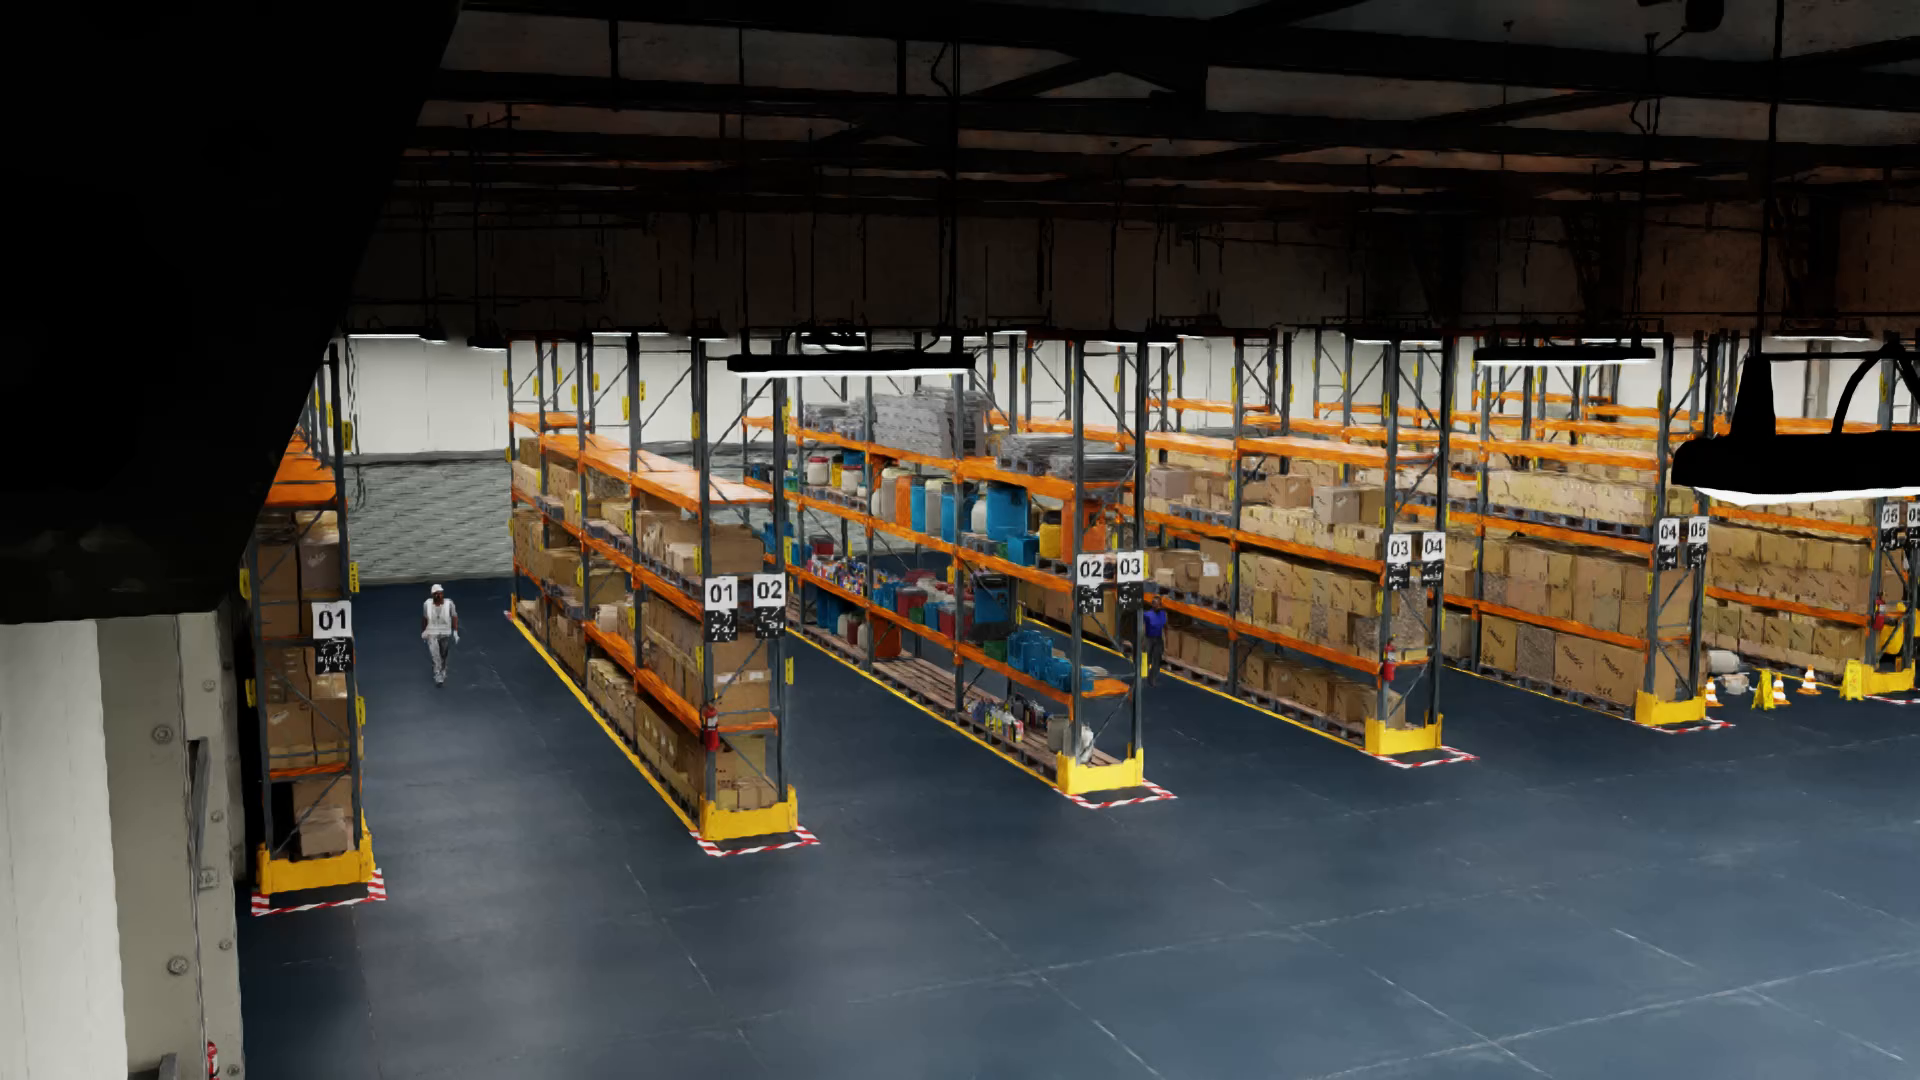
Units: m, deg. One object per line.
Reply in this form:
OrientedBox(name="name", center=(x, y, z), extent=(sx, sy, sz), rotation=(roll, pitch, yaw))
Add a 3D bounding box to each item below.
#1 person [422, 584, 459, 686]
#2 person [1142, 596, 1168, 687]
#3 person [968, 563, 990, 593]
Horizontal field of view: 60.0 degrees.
OrientedBox(name="person", center=(-8.913, 1.598, 28.544), extent=(0.577, 1.733, 1.041), rotation=(-3, 8, -24))
OrientedBox(name="person", center=(3.246, 1.722, 28.171), extent=(0.592, 1.604, 0.518), rotation=(-4, 9, -24))
OrientedBox(name="person", center=(0.388, 1.109, 32.637), extent=(0.479, 1.567, 1.089), rotation=(-3, 8, -20))
